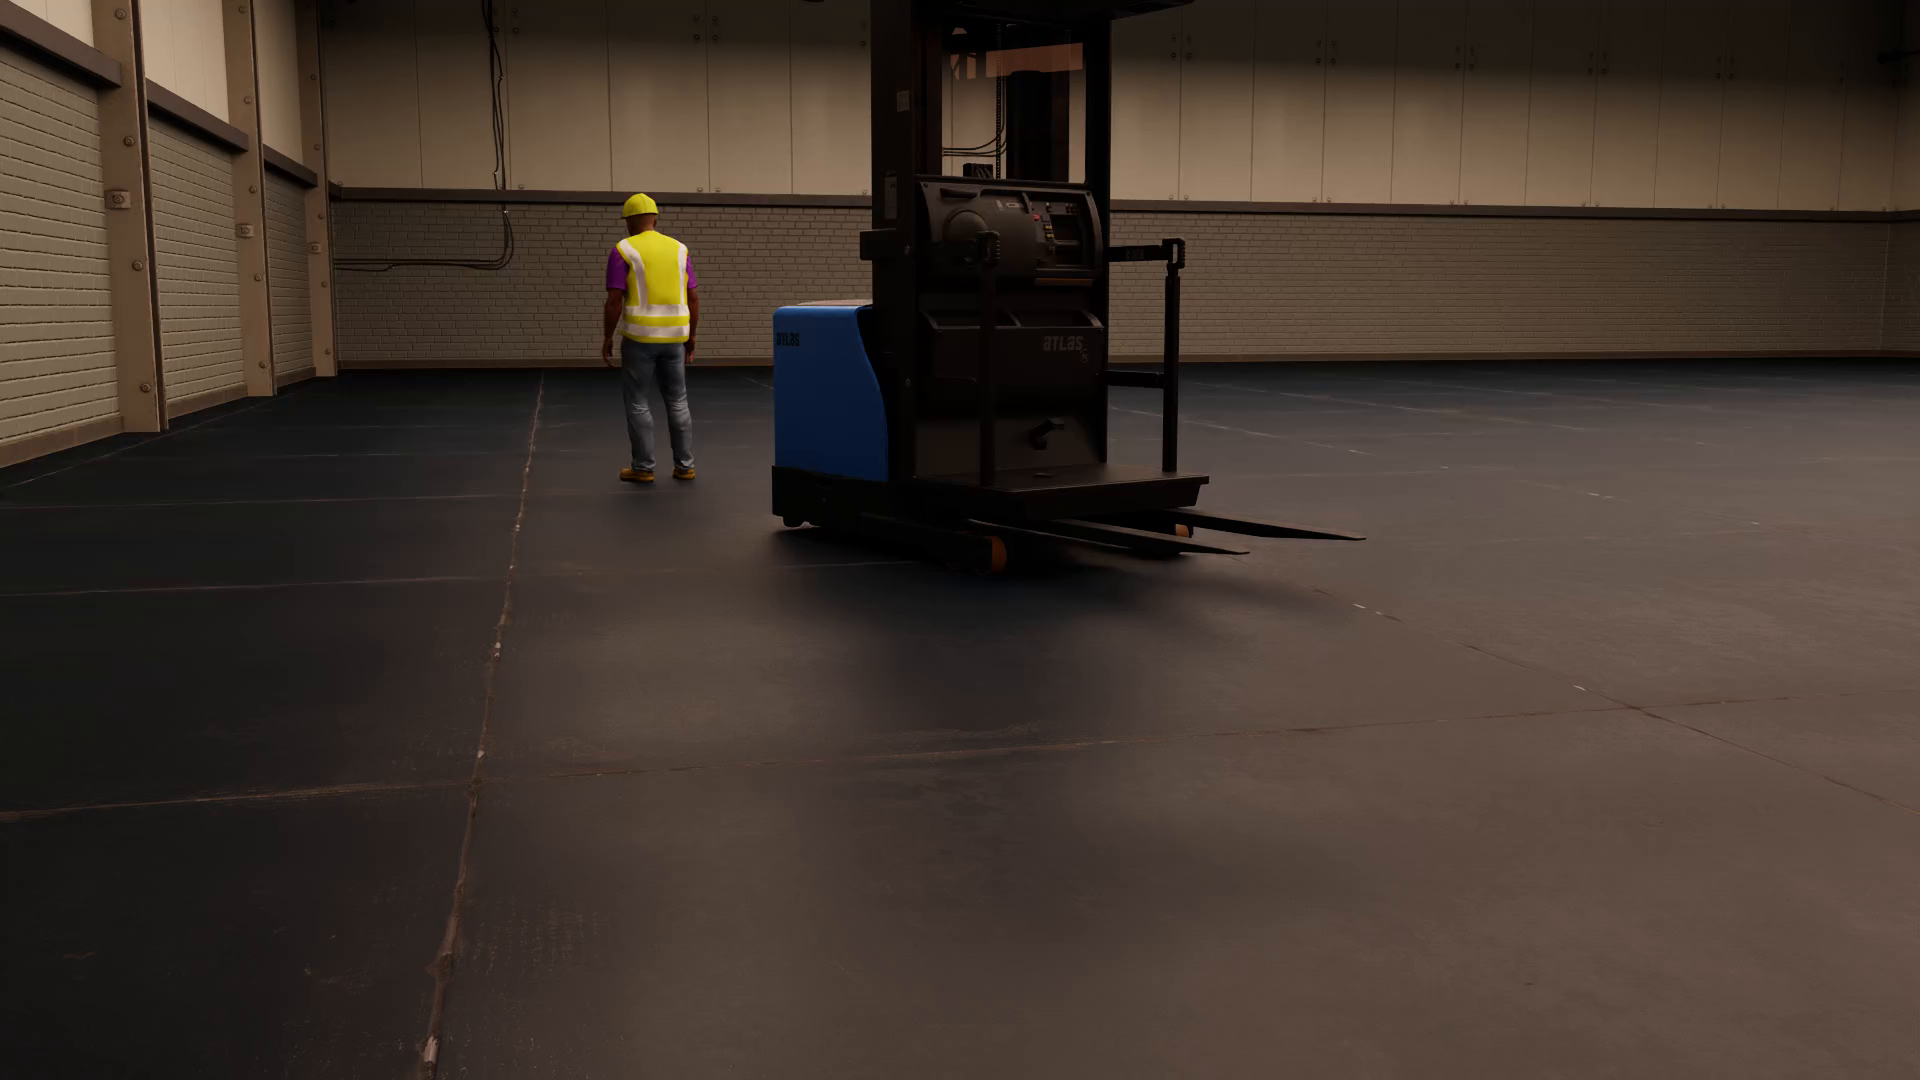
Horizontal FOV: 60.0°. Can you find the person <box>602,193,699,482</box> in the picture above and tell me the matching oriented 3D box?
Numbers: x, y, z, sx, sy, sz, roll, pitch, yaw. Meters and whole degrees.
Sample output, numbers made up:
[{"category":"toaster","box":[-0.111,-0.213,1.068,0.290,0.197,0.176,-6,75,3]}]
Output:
[{"category":"person","box":[-1.913,-1.249,10.290,0.636,1.761,0.454,-6,10,-36]}]

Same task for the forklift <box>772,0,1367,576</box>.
[{"category":"forklift","box":[0.355,-1.383,7.015,1.130,2.935,3.031,-6,10,-35]}]
